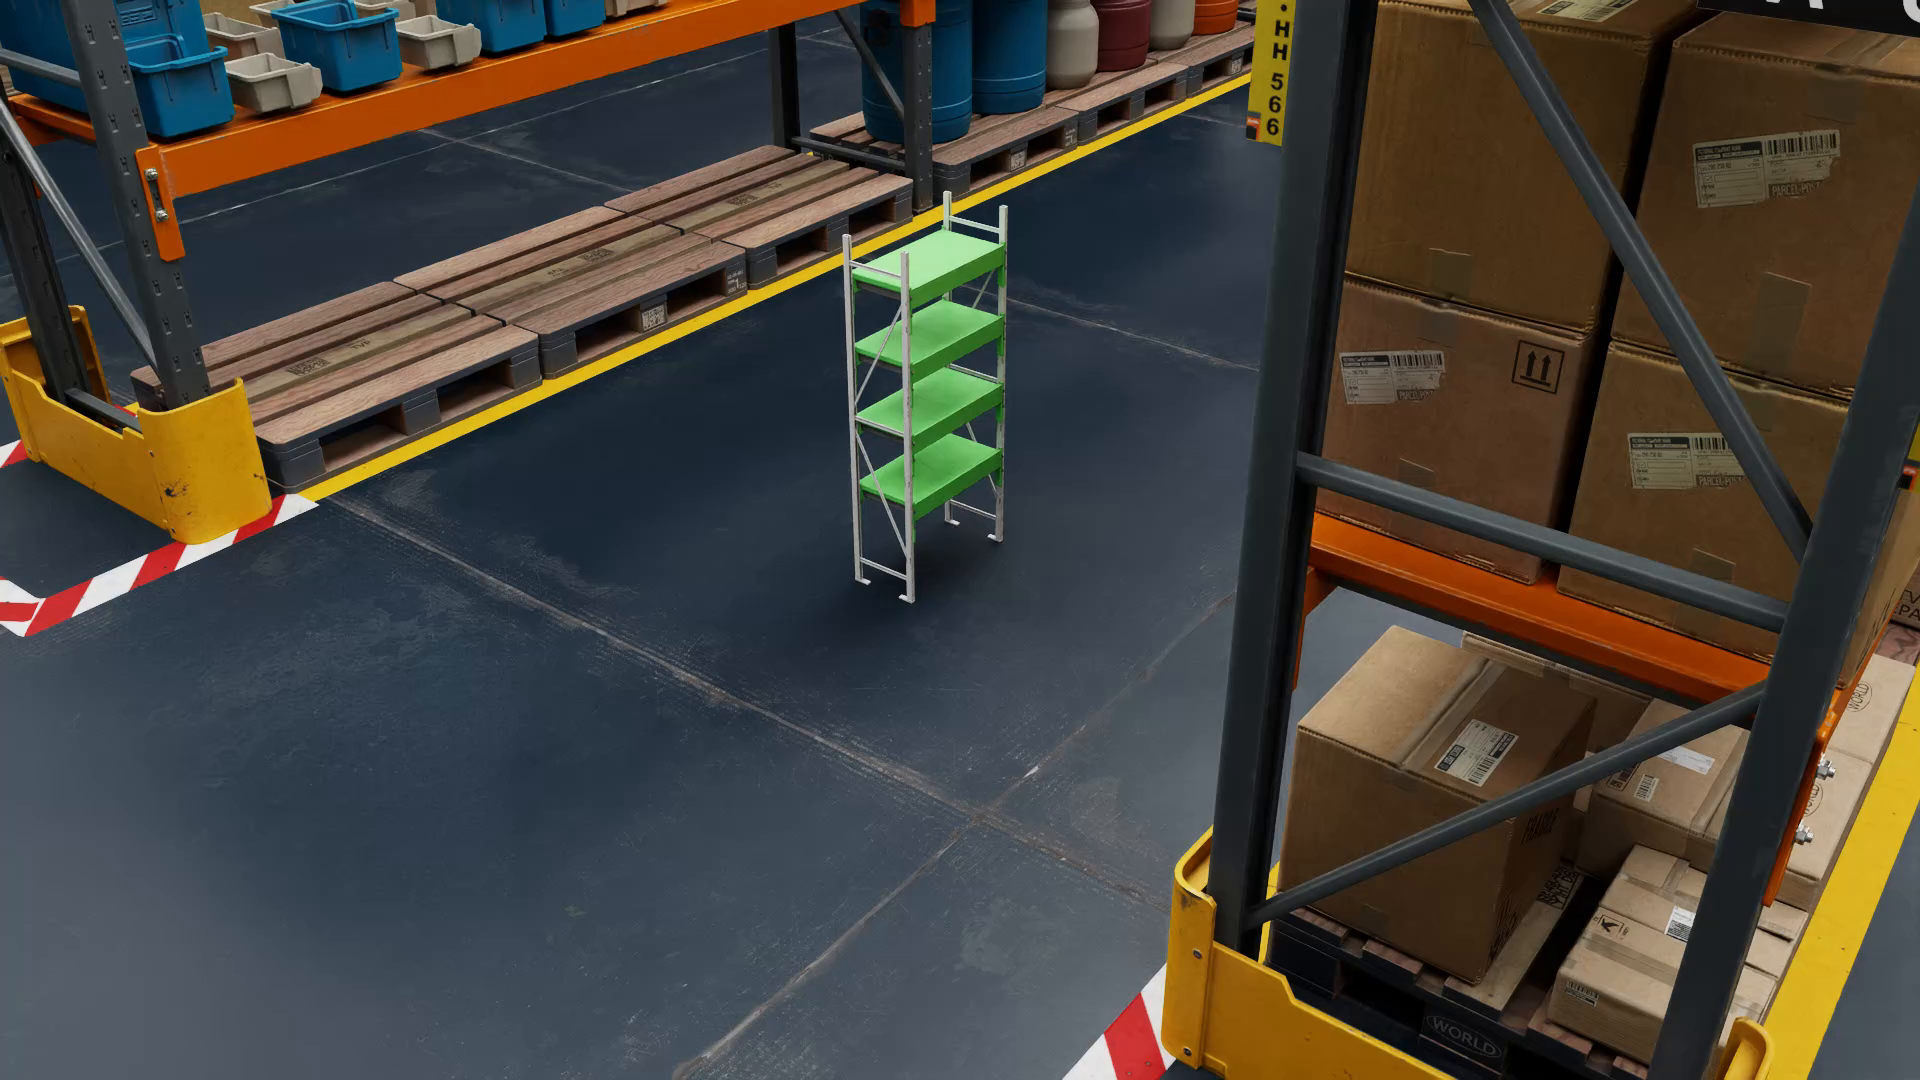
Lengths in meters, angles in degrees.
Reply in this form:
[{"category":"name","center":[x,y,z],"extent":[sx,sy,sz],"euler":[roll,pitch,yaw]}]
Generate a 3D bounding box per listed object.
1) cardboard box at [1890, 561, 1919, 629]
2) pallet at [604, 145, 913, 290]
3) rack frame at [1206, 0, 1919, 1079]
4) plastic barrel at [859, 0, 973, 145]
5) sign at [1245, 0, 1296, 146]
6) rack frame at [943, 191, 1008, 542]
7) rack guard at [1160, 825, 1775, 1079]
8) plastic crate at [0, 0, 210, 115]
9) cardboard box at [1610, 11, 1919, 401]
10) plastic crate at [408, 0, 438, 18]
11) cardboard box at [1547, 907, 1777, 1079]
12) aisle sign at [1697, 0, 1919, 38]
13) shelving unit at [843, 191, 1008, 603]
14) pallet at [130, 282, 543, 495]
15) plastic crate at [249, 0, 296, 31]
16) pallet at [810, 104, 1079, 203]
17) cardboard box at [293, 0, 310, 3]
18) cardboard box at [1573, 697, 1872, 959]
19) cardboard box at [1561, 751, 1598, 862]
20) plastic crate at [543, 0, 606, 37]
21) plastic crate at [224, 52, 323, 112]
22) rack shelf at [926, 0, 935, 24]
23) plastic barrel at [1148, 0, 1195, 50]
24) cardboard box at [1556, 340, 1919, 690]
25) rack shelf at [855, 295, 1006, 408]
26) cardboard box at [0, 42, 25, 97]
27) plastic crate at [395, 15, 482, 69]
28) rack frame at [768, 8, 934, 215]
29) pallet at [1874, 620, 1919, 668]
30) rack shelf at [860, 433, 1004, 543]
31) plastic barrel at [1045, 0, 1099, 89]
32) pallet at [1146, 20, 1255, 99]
[{"category":"cardboard box","center":[2.802,-0.031,5.067],"extent":[0.500,0.311,0.500],"euler":[21,37,31]},{"category":"pallet","center":[-0.987,-1.638,8.307],"extent":[1.003,0.211,1.213],"euler":[21,37,31]},{"category":"rack frame","center":[0.958,0.003,2.802],"extent":[1.000,3.000,0.127],"euler":[21,37,31]},{"category":"plastic barrel","center":[-0.232,-2.642,8.913],"extent":[0.600,0.901,0.708],"euler":[21,37,31]},{"category":"sign","center":[0.528,-0.810,2.729],"extent":[0.100,0.325,0.005],"euler":[21,37,31]},{"category":"rack frame","center":[0.047,-0.548,5.498],"extent":[0.240,1.200,0.015],"euler":[21,37,31]},{"category":"rack guard","center":[1.004,1.048,3.492],"extent":[1.175,0.500,0.348],"euler":[21,37,31]},{"category":"plastic crate","center":[-2.936,-1.757,5.680],"extent":[0.616,0.435,0.499],"euler":[21,37,31]},{"category":"cardboard box","center":[1.436,-0.569,2.689],"extent":[0.500,0.500,0.500],"euler":[22,37,33]},{"category":"plastic crate","center":[-2.142,-2.182,6.690],"extent":[0.298,0.136,0.250],"euler":[21,37,31]},{"category":"cardboard box","center":[1.485,0.976,3.526],"extent":[0.380,0.149,0.250],"euler":[21,37,31]},{"category":"aisle sign","center":[1.151,-0.997,1.940],"extent":[0.394,0.787,0.004],"euler":[21,37,31]},{"category":"shelving unit","center":[-0.100,-0.449,5.331],"extent":[0.258,1.200,0.503],"euler":[21,37,31]},{"category":"pallet","center":[-2.460,-0.646,6.634],"extent":[1.003,0.211,1.213],"euler":[21,37,31]},{"category":"plastic crate","center":[-2.454,-1.936,6.274],"extent":[0.396,0.136,0.243],"euler":[21,37,31]},{"category":"pallet","center":[-0.075,-2.250,9.339],"extent":[1.003,0.211,1.213],"euler":[21,37,31]},{"category":"cardboard box","center":[-4.153,-4.206,11.577],"extent":[1.225,0.875,0.875],"euler":[21,37,31]},{"category":"cardboard box","center":[1.814,0.660,3.960],"extent":[0.500,0.250,0.500],"euler":[21,37,31]},{"category":"cardboard box","center":[1.406,0.599,4.144],"extent":[0.380,0.166,0.250],"euler":[21,37,31]},{"category":"plastic crate","center":[-1.601,-2.133,6.512],"extent":[0.416,0.233,0.300],"euler":[21,37,31]},{"category":"plastic crate","center":[-2.318,-1.539,5.605],"extent":[0.250,0.136,0.298],"euler":[21,37,31]},{"category":"rack shelf","center":[0.633,-3.652,9.676],"extent":[1.077,0.370,4.000],"euler":[21,37,31]},{"category":"plastic barrel","center":[1.289,-3.424,10.613],"extent":[0.421,0.512,0.421],"euler":[0,31,0]},{"category":"cardboard box","center":[1.436,-0.139,2.944],"extent":[0.500,0.500,0.500],"euler":[22,37,32]},{"category":"rack shelf","center":[-0.100,-0.600,5.241],"extent":[0.258,0.148,0.480],"euler":[21,37,31]},{"category":"cardboard box","center":[-6.066,-2.968,9.489],"extent":[0.875,0.875,0.875],"euler":[21,37,31]},{"category":"plastic crate","center":[-1.908,-1.815,6.070],"extent":[0.250,0.136,0.298],"euler":[21,37,31]},{"category":"rack frame","center":[-0.574,-3.149,8.121],"extent":[1.000,3.000,0.127],"euler":[21,37,31]},{"category":"pallet","center":[2.221,0.354,4.946],"extent":[1.003,0.211,1.213],"euler":[21,37,31]},{"category":"rack shelf","center":[-0.100,-0.187,5.486],"extent":[0.258,0.148,0.480],"euler":[21,37,31]},{"category":"plastic barrel","center":[0.607,-2.965,9.839],"extent":[0.421,0.512,0.421],"euler":[0,31,0]},{"category":"pallet","center":[1.398,-3.242,11.013],"extent":[1.003,0.211,1.213],"euler":[21,37,31]}]
